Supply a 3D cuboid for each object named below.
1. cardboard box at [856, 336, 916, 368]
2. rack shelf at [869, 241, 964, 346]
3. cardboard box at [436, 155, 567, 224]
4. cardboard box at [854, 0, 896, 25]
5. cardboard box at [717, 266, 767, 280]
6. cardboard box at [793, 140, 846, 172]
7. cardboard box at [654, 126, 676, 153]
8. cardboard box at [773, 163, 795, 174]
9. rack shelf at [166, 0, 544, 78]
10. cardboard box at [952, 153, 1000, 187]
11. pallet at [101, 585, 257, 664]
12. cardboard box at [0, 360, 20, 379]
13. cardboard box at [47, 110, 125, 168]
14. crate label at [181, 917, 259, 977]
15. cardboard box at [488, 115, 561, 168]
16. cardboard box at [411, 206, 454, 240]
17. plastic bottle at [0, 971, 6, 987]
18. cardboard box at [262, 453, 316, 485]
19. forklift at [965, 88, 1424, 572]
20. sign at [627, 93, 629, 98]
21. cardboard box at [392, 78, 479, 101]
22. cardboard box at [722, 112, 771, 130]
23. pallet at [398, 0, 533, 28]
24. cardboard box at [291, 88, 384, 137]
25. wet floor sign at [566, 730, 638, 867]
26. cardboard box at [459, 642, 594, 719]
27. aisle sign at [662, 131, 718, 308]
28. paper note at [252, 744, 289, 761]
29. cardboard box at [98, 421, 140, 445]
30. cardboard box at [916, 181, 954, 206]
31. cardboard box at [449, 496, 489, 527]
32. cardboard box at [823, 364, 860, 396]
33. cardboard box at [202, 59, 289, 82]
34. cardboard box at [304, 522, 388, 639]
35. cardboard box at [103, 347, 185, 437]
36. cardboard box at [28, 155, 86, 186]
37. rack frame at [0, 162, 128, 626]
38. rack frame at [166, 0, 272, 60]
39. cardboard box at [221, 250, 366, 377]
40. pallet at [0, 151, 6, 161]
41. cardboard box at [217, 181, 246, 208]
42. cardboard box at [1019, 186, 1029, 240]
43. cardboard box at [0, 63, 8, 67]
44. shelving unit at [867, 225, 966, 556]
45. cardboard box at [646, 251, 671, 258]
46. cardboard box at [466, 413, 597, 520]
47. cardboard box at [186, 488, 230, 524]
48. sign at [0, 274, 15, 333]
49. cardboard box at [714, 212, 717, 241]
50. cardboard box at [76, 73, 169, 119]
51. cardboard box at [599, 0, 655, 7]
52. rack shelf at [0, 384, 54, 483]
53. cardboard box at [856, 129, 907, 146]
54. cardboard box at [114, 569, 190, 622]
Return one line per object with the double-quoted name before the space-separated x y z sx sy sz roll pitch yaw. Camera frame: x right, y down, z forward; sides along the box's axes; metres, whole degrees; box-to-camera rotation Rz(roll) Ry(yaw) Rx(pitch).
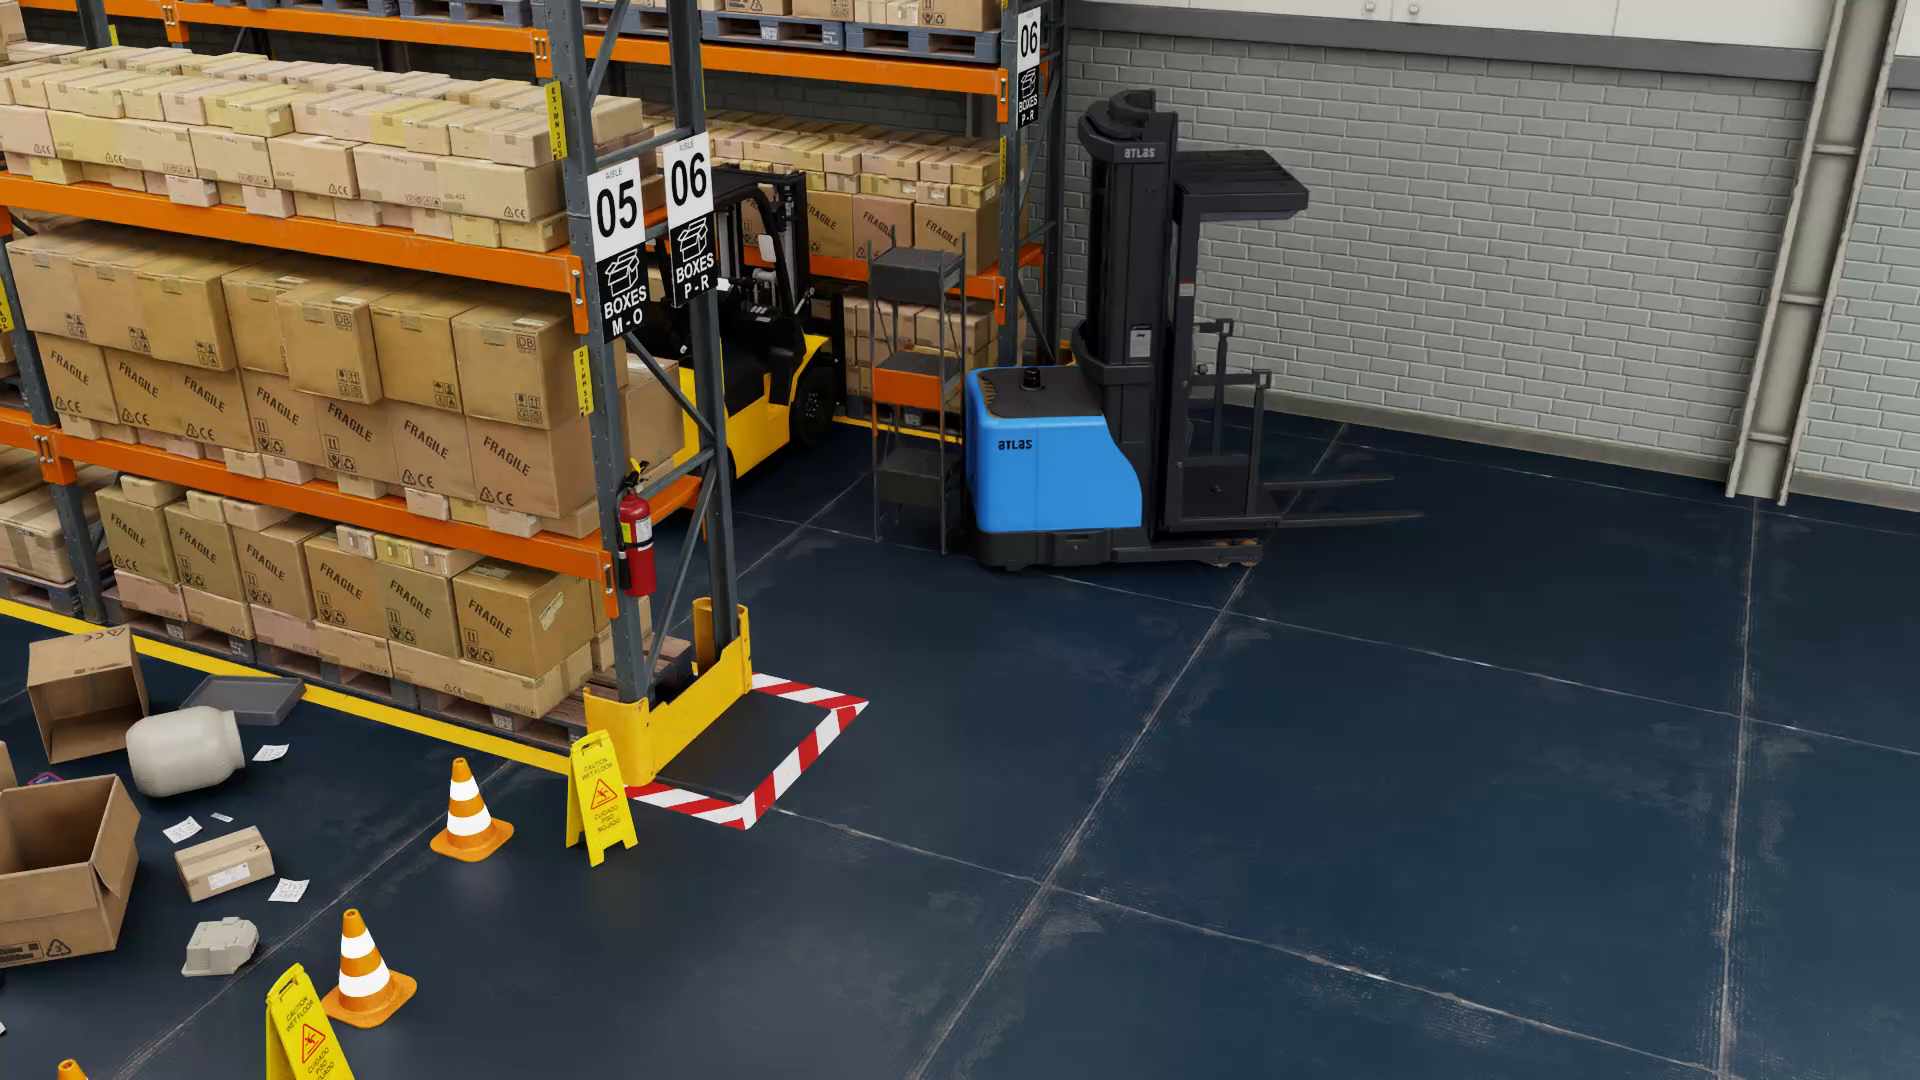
"cardboard box" -0.479 -1.532 13.107 0.500 0.250 0.500 11 28 21
"rack shelf" -0.269 -1.576 10.590 0.480 0.518 0.431 10 28 19
"cardboard box" -2.083 -1.694 7.802 0.500 0.250 0.500 11 28 21
"cardboard box" -0.566 -3.888 11.988 0.258 0.266 0.396 11 28 22
"cardboard box" -1.867 -2.030 13.552 0.500 0.250 0.500 12 29 24
"cardboard box" -1.071 -2.936 12.704 0.250 0.149 0.380 12 29 23
"cardboard box" -2.225 -3.174 13.185 0.250 0.149 0.380 12 29 23
"cardboard box" -1.254 -2.887 12.939 0.250 0.149 0.380 11 28 21
"rack shelf" -4.917 -4.413 14.306 4.000 0.370 1.077 11 28 22
"cardboard box" 0.132 -2.743 12.312 0.250 0.149 0.380 11 28 22
"pallet" -4.521 0.331 10.408 1.213 0.211 1.003 11 28 22
"cardboard box" -5.730 -1.087 9.941 0.250 0.149 0.380 12 29 23
"cardboard box" -4.387 -2.159 8.746 0.500 0.250 0.500 11 28 21
"crate label" -3.323 1.817 7.474 0.298 0.136 0.250 -2 26 -5
"cardboard box" -1.936 -1.831 7.628 0.250 0.149 0.380 12 29 22
"cardboard box" -2.415 -1.577 8.016 0.250 0.149 0.380 12 29 23
"plastic bottle" -4.362 1.946 7.297 0.283 0.061 0.133 2 26 4
"cardboard box" -3.592 -0.456 9.135 0.250 0.149 0.380 11 28 22
"forklift" 1.579 -1.366 10.776 3.031 2.935 1.130 -2 26 -5
"sign" -2.868 -3.672 14.312 0.005 0.325 0.100 11 28 22
"cardboard box" -2.646 -2.227 8.434 0.250 0.149 0.380 11 28 22
"cardboard box" -1.741 -3.376 13.596 0.250 0.149 0.380 11 28 21
"pallet" -3.904 -4.441 13.764 1.217 0.209 0.805 10 28 20
"cardboard box" -3.052 -2.106 8.186 0.250 0.149 0.380 11 28 20
"wet floor sign" -1.776 1.224 8.102 0.232 0.644 0.267 23 35 39
"cardboard box" -2.375 0.704 9.131 0.500 0.250 0.500 11 28 22
"aisle sign" -1.321 -1.576 8.183 0.004 0.787 0.394 11 28 22
"paper note" -3.715 1.142 8.965 0.148 0.019 0.142 2 26 4
"cardboard box" -4.742 -0.704 9.637 0.250 0.149 0.380 12 29 23
"cardboard box" -0.131 -2.615 12.387 0.250 0.149 0.380 12 29 23
"cardboard box" -2.436 -0.224 8.663 0.250 0.149 0.380 11 28 21
"cardboard box" -0.914 -1.397 13.398 0.500 0.250 0.500 12 29 22
"cardboard box" -3.814 -2.465 8.915 0.250 0.149 0.380 11 28 21
"cardboard box" -3.276 0.181 9.344 0.500 0.500 0.500 11 28 21
"cardboard box" -4.396 -0.932 9.366 0.500 0.500 0.500 11 28 22
"cardboard box" -4.751 -2.034 8.944 0.250 0.149 0.380 11 28 22
"rack frame" -5.147 -1.028 10.012 0.127 3.000 1.000 11 28 22
"rack frame" -6.737 -3.756 15.553 0.127 3.000 1.000 11 28 22
"cardboard box" -3.423 -1.224 8.828 0.500 0.500 0.700 11 28 21
"pallet" -5.665 -2.445 9.707 1.003 0.211 1.213 11 28 22
"cardboard box" -3.559 -1.823 8.515 0.250 0.149 0.380 12 28 22
"cardboard box" 0.209 -2.540 12.971 0.500 0.500 0.500 12 29 23
"cardboard box" -5.739 -2.544 9.389 0.500 0.250 0.500 11 28 21
"shelving unit" -0.269 -0.960 10.893 0.503 2.100 0.431 10 28 19
"cardboard box" -2.568 -2.416 14.336 0.500 0.250 0.500 12 29 23
"cardboard box" -2.114 -0.464 8.415 0.500 0.500 0.500 11 28 21
"cardboard box" -4.164 -0.254 9.493 0.250 0.149 0.380 13 29 24
"sign" -5.374 -1.324 9.302 0.005 0.325 0.100 11 28 22
"cardboard box" -1.858 -2.703 13.300 0.500 0.500 0.500 11 28 21
"cardboard box" -4.282 -2.284 8.548 0.250 0.149 0.380 11 28 21
"cardboard box" -2.440 -4.314 12.802 0.500 0.311 0.500 12 29 23
"rack shelf" -6.968 -1.071 10.914 4.000 0.370 1.077 11 28 22
"cardboard box" -0.612 -3.103 13.043 0.250 0.149 0.380 12 29 23
"cardboard box" -4.722 0.233 10.087 0.500 0.250 0.500 10 28 19
